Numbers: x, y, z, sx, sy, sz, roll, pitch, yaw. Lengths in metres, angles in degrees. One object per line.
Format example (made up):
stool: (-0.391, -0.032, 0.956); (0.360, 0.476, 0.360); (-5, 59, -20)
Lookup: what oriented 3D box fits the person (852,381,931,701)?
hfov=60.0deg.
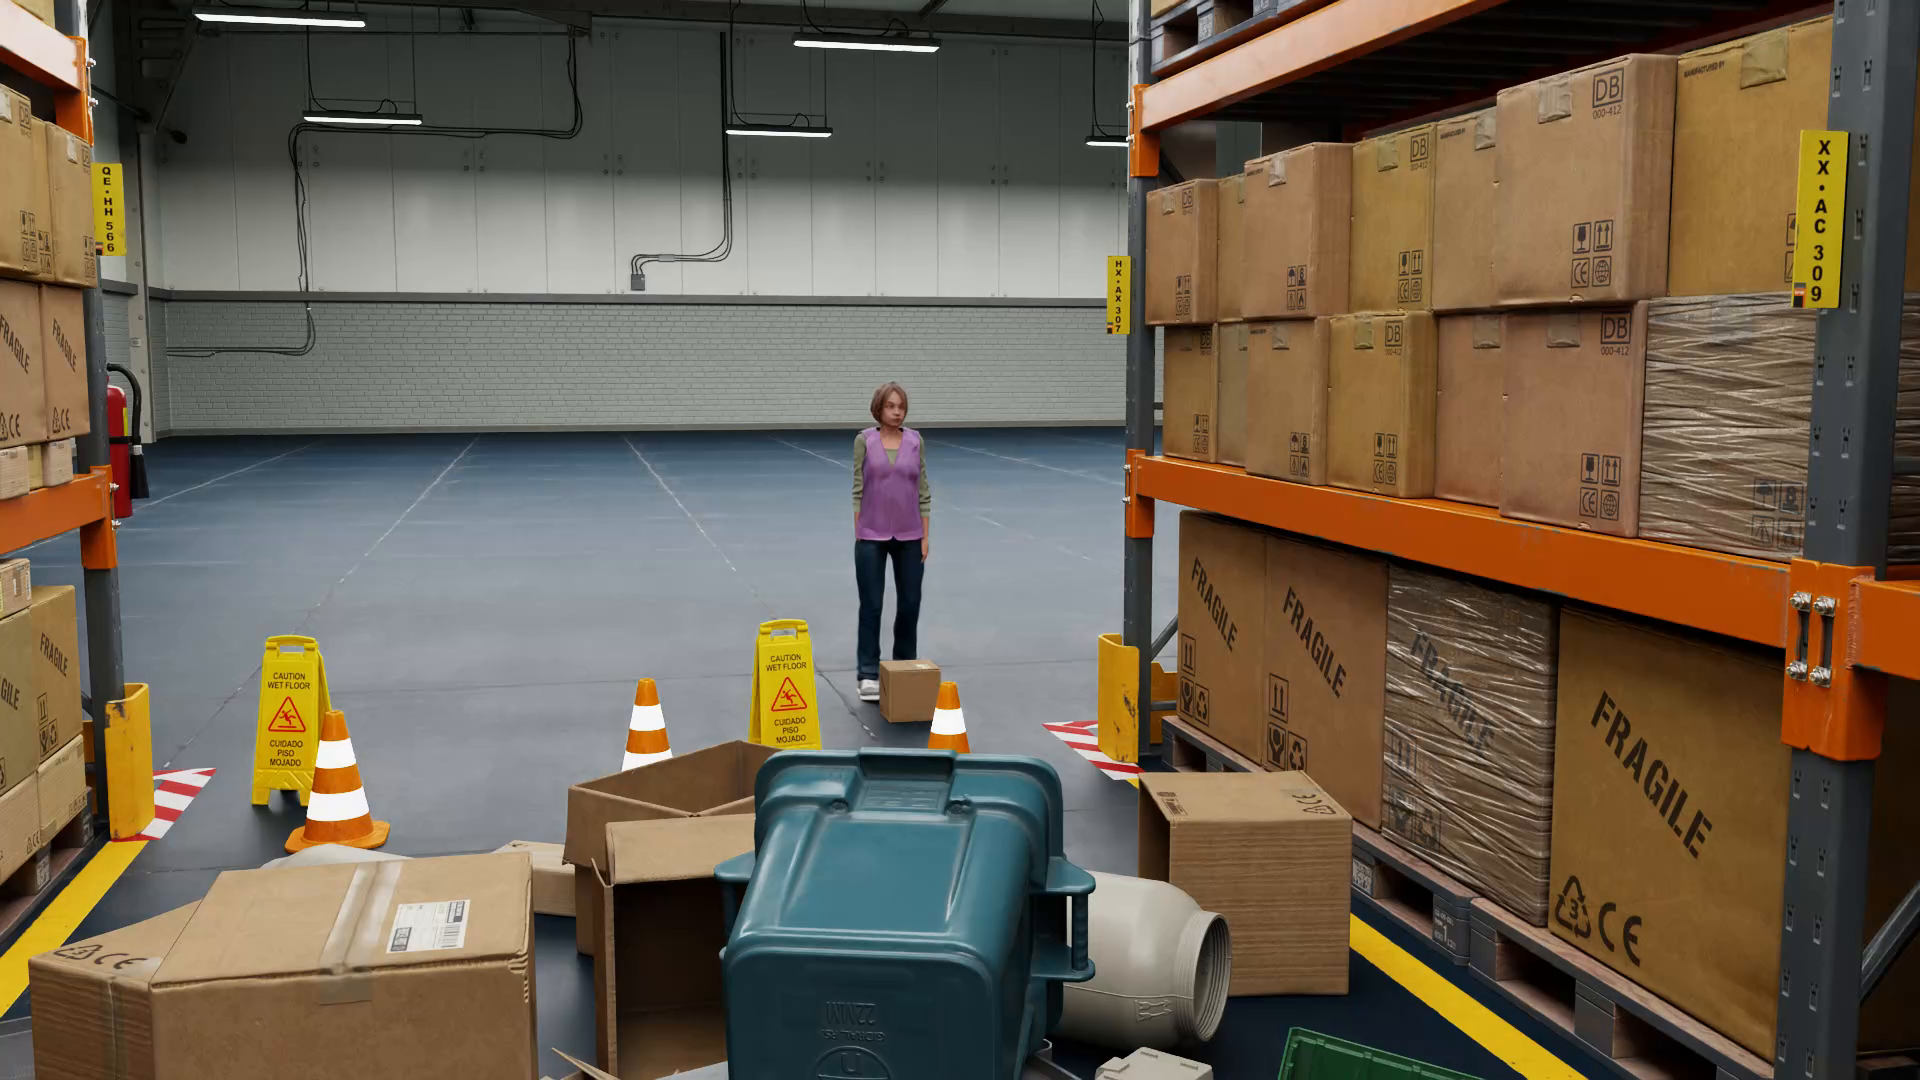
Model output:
person: (-0.341, 0.012, 8.353); (0.406, 1.611, 0.311); (-1, 6, -12)
